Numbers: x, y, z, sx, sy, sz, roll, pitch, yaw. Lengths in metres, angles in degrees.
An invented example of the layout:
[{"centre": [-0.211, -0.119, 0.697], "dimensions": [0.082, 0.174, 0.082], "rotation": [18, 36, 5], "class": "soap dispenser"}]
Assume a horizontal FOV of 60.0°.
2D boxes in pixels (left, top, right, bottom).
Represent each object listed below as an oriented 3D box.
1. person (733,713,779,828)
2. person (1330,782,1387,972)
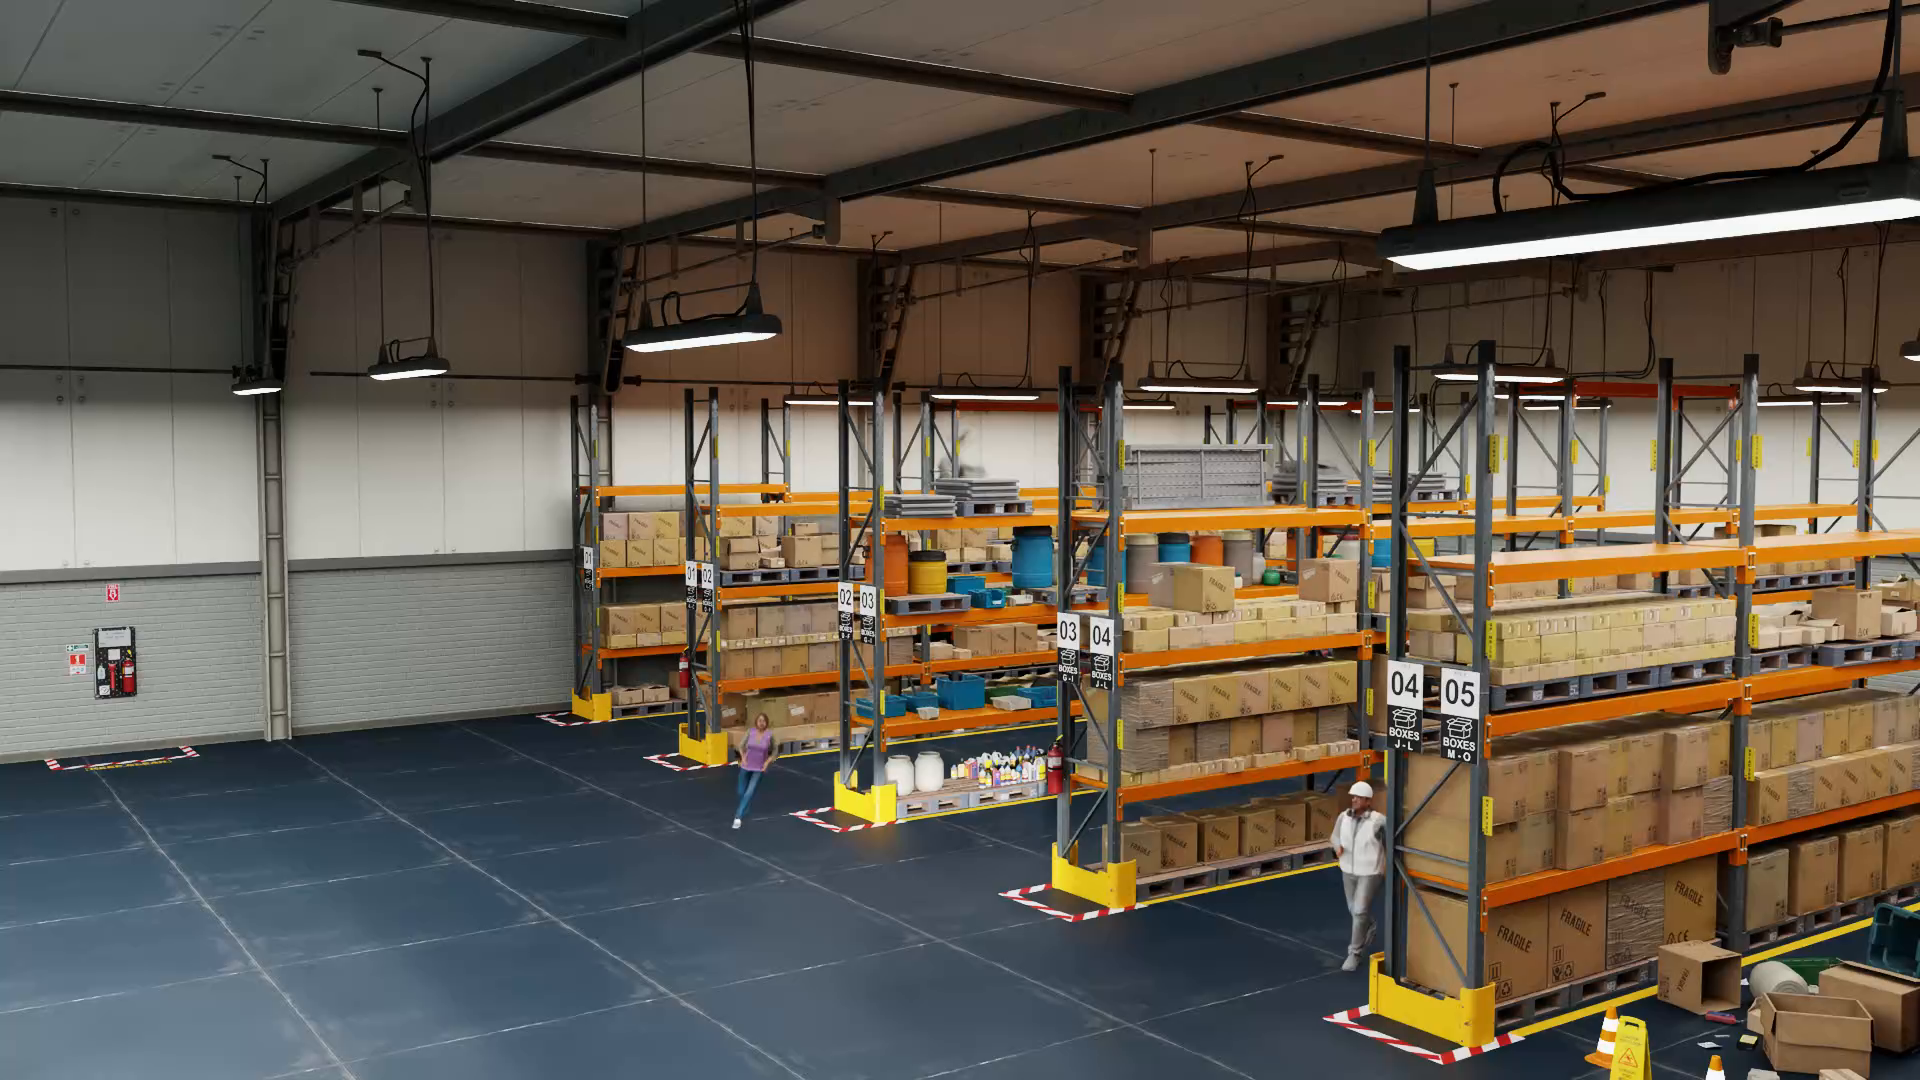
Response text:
[{"centre": [-2.732, 3.065, 22.379], "dimensions": [0.594, 1.527, 0.699], "rotation": [0, 3, 3], "class": "person"}, {"centre": [3.983, 3.283, 16.455], "dimensions": [0.675, 1.803, 0.851], "rotation": [3, 5, 42], "class": "person"}]
